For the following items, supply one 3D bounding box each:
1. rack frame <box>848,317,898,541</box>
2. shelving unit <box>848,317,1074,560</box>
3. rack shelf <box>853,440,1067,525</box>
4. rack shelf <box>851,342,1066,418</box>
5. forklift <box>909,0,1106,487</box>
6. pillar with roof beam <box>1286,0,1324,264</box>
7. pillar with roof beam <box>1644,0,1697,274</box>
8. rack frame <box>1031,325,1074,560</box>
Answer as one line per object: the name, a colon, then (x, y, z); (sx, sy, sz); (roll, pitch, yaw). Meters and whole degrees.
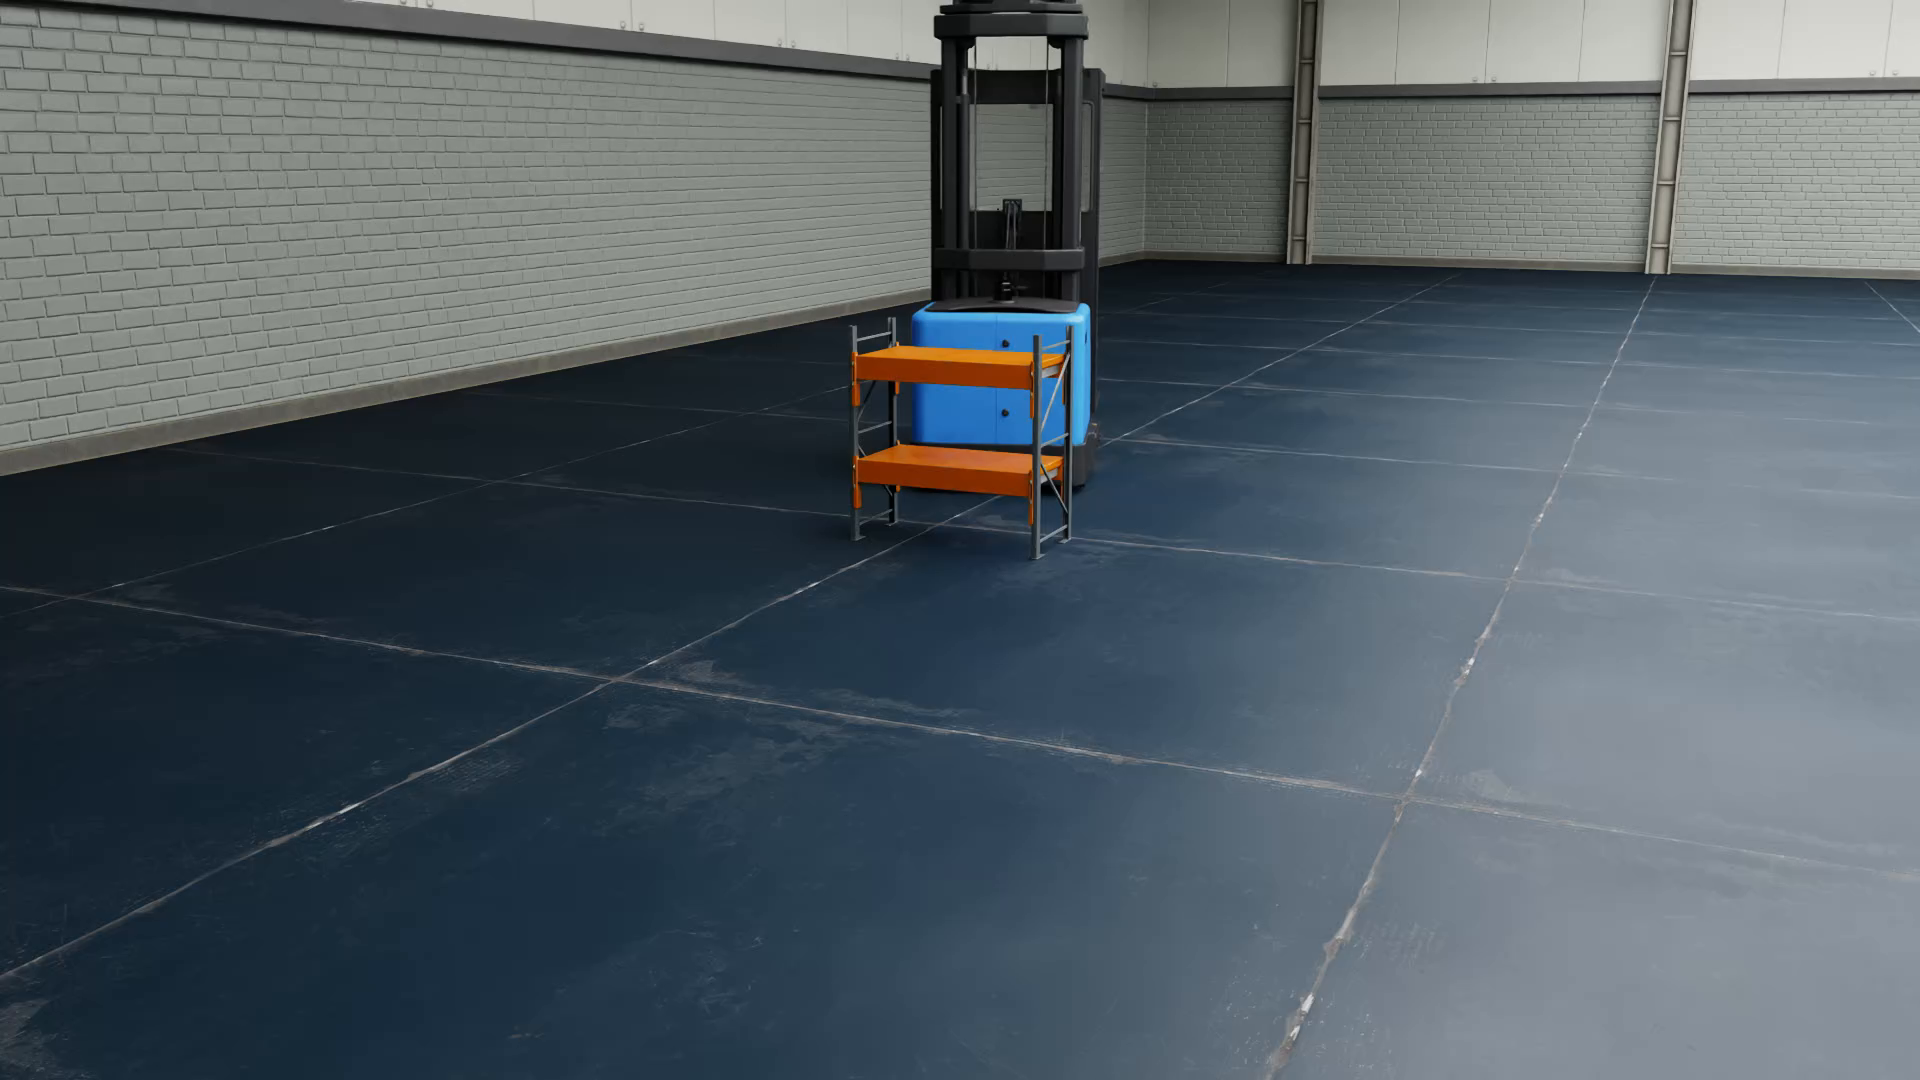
rack frame: (-0.459, -0.594, 8.824); (0.032, 1.125, 0.500); (6, 14, 23)
shelving unit: (0.006, -0.547, 8.624); (1.048, 1.125, 0.538); (6, 14, 23)
rack shelf: (0.006, -0.309, 8.680); (1.000, 0.278, 0.538); (6, 14, 23)
rack shelf: (0.006, -0.832, 8.557); (1.000, 0.278, 0.538); (6, 14, 23)
forklift: (0.384, -2.029, 10.986); (1.130, 2.935, 3.031); (2, 13, 6)
pillar with roof beam: (4.382, -8.477, 25.182); (0.400, 9.000, 9.100); (6, 14, 23)
pillar with roof beam: (9.868, -7.922, 22.816); (0.400, 9.000, 9.100); (6, 14, 23)
rack frame: (0.471, -0.500, 8.423); (0.032, 1.125, 0.500); (6, 14, 23)
